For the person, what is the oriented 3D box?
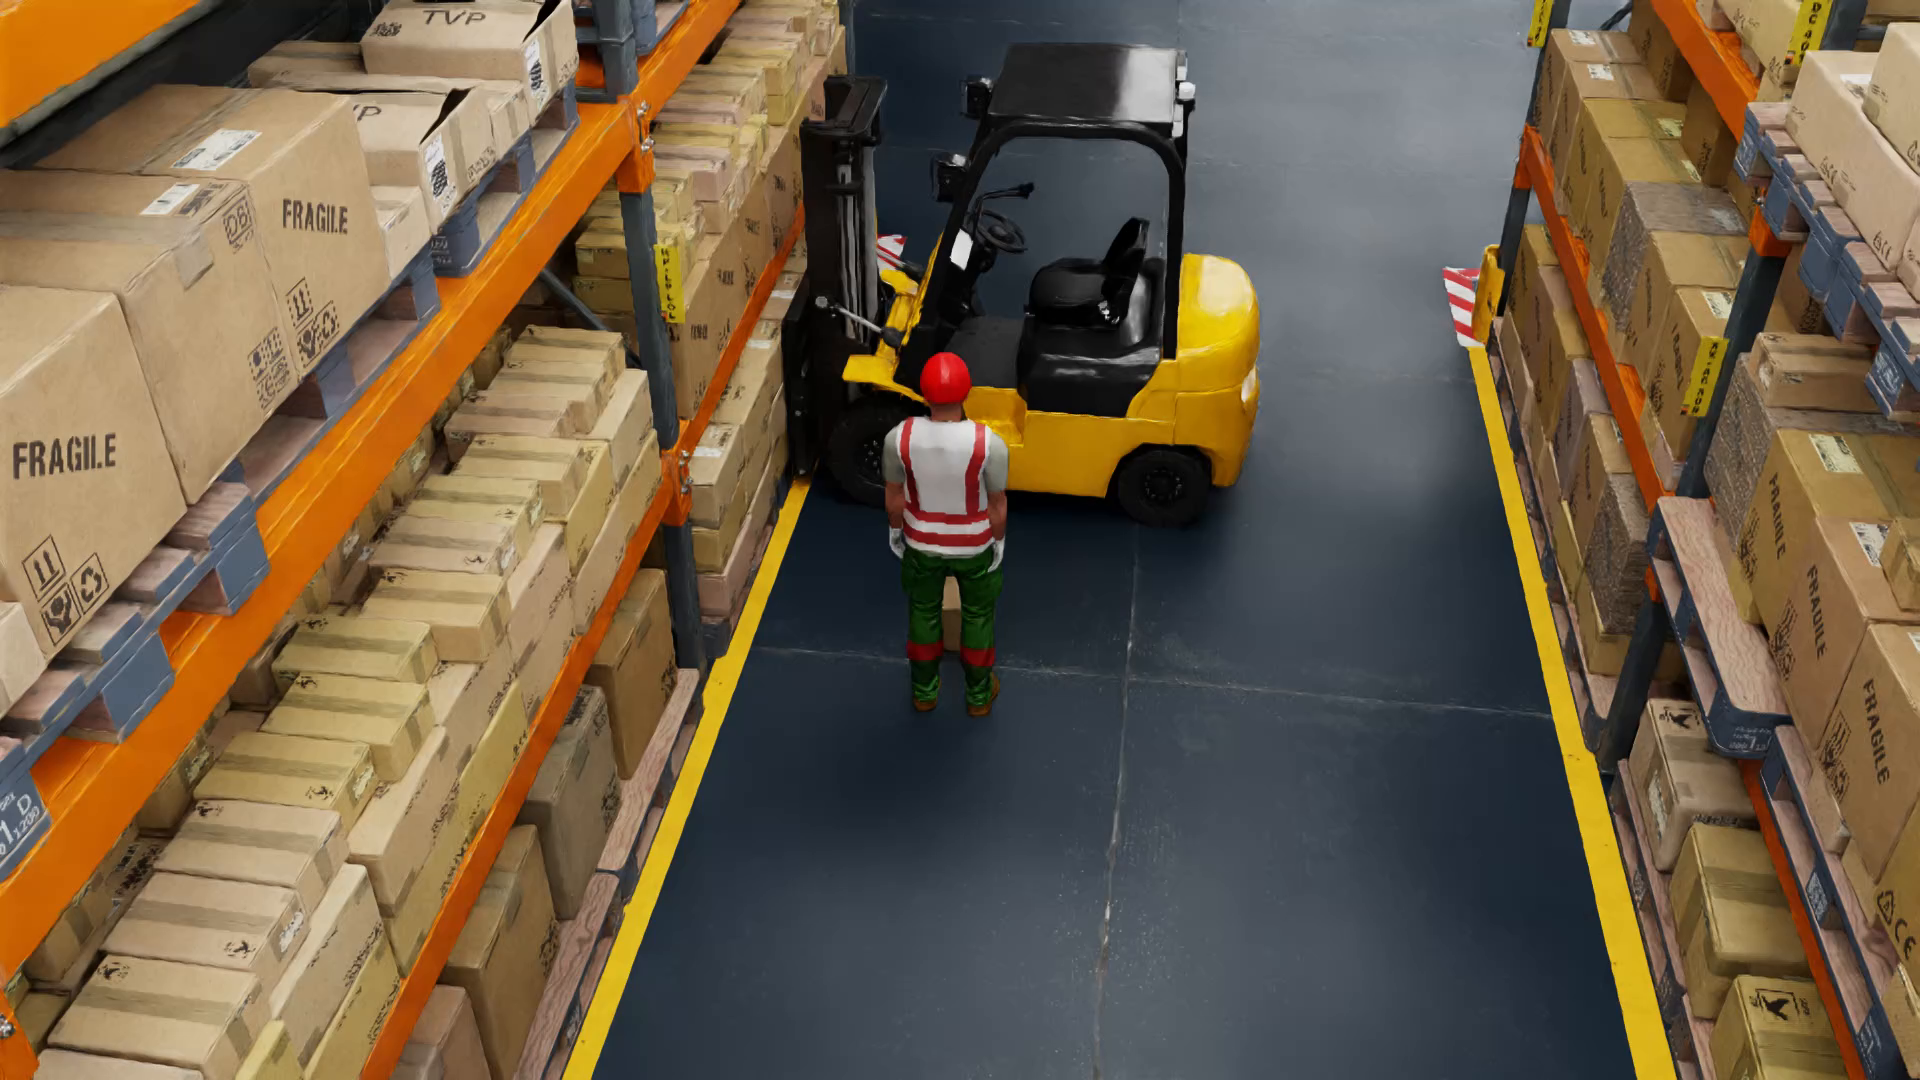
[{"bbox_3d":[-0.052,-0.010,7.048,0.525,1.791,0.341,5,36,7],"label":"person"}]
